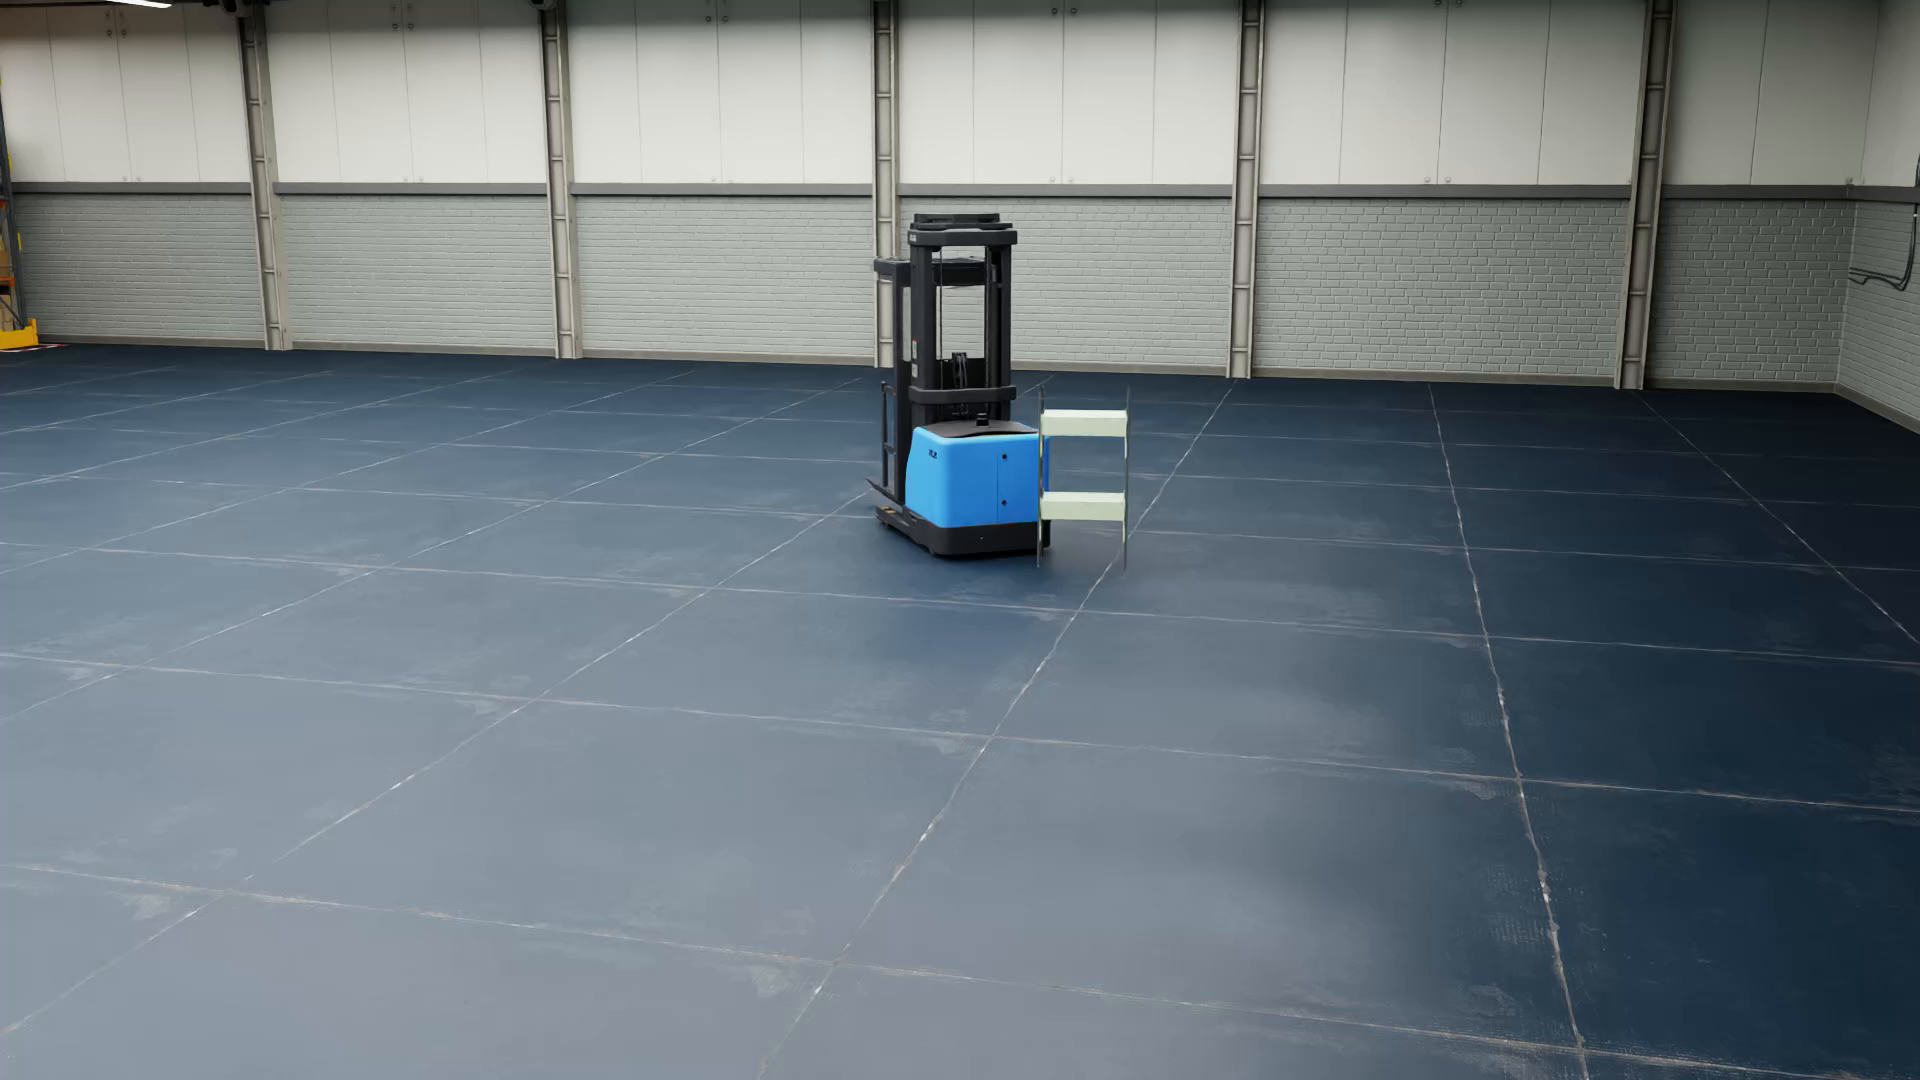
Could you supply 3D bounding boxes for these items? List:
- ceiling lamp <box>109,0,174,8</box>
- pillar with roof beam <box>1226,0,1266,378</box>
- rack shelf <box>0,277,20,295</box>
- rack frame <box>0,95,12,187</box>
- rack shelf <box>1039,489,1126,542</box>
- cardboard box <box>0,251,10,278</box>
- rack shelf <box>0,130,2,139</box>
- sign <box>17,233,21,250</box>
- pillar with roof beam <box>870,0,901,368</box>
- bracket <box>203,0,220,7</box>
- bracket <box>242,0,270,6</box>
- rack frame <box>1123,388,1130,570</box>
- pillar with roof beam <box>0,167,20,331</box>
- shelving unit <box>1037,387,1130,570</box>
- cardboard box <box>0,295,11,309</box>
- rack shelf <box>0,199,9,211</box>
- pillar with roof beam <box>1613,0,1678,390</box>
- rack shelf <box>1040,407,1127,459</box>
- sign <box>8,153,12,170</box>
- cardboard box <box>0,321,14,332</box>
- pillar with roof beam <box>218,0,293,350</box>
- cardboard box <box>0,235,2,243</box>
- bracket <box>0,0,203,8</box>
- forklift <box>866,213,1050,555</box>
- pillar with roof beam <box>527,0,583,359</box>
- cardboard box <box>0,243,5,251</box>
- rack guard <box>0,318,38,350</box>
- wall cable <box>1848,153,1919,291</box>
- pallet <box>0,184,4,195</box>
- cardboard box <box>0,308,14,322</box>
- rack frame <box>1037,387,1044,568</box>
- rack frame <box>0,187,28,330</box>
[{"bbox_3d":[-12.600,-9.780,25.060,0.800,3.185,2.000,3,13,14],"label":"ceiling lamp"},{"bbox_3d":[3.549,-6.166,22.249,0.400,9.000,9.100,3,13,14],"label":"pillar with roof beam"},{"bbox_3d":[-20.202,-4.915,32.121,4.000,0.370,1.077,3,13,14],"label":"rack shelf"},{"bbox_3d":[-18.261,-8.091,30.926,0.127,3.000,1.000,3,13,14],"label":"rack frame"},{"bbox_3d":[1.050,-0.211,14.229,0.720,0.370,0.431,1,13,5],"label":"rack shelf"},{"bbox_3d":[-18.675,-5.295,31.944,0.500,0.500,0.500,3,13,15],"label":"cardboard box"},{"bbox_3d":[-20.202,-7.648,31.515,4.000,0.370,1.077,3,13,14],"label":"rack shelf"},{"bbox_3d":[-18.122,-5.740,31.998,0.005,0.325,0.100,3,13,14],"label":"sign"},{"bbox_3d":[-2.276,-6.477,23.652,0.548,9.000,9.100,3,13,14],"label":"pillar with roof beam"},{"bbox_3d":[-13.383,-9.709,29.910,0.430,0.232,0.235,3,13,14],"label":"bracket"},{"bbox_3d":[-12.578,-9.666,29.716,0.430,0.232,0.235,3,13,14],"label":"bracket"},{"bbox_3d":[1.415,-0.523,14.126,0.023,1.500,0.400,1,13,5],"label":"rack frame"},{"bbox_3d":[-19.752,-7.411,27.863,0.400,9.000,9.100,3,13,14],"label":"pillar with roof beam"},{"bbox_3d":[1.050,-0.530,14.158,0.755,1.500,0.431,1,13,5],"label":"shelving unit"},{"bbox_3d":[-18.682,-4.578,32.011,0.500,0.250,0.500,3,13,13],"label":"cardboard box"},{"bbox_3d":[-20.202,-6.379,31.796,4.000,0.370,1.077,3,13,14],"label":"rack shelf"},{"bbox_3d":[9.374,-5.854,20.845,0.400,9.000,9.100,3,13,14],"label":"pillar with roof beam"},{"bbox_3d":[1.050,-0.911,14.074,0.720,0.370,0.431,1,13,5],"label":"rack shelf"},{"bbox_3d":[-18.122,-7.208,31.672,0.005,0.325,0.100,3,13,14],"label":"sign"},{"bbox_3d":[-18.691,-4.091,32.128,0.500,0.250,0.500,3,13,14],"label":"cardboard box"},{"bbox_3d":[-13.927,-7.100,26.459,0.548,9.000,9.100,3,13,14],"label":"pillar with roof beam"},{"bbox_3d":[-18.536,-5.735,31.743,0.250,0.149,0.380,3,13,12],"label":"cardboard box"},{"bbox_3d":[-15.885,-9.843,30.513,4.783,0.066,0.076,3,13,14],"label":"bracket"},{"bbox_3d":[-0.161,-1.573,15.555,1.130,2.935,3.031,-4,13,-18],"label":"forklift"},{"bbox_3d":[-8.102,-6.789,25.056,0.548,9.000,9.100,3,13,14],"label":"pillar with roof beam"},{"bbox_3d":[-18.528,-5.600,31.820,0.250,0.149,0.380,3,13,12],"label":"cardboard box"},{"bbox_3d":[-18.237,-3.941,31.841,0.348,0.500,1.175,3,13,14],"label":"rack guard"},{"bbox_3d":[12.949,-4.813,23.320,0.112,2.526,3.097,3,13,14],"label":"wall cable"},{"bbox_3d":[-18.941,-6.626,31.450,1.213,0.211,1.003,3,13,14],"label":"pallet"},{"bbox_3d":[-18.667,-4.337,32.081,0.500,0.250,0.500,3,13,15],"label":"cardboard box"},{"bbox_3d":[0.686,-0.537,14.191,0.023,1.500,0.400,1,13,5],"label":"rack frame"},{"bbox_3d":[-18.261,-5.162,31.576,0.127,3.000,1.000,3,13,14],"label":"rack frame"}]
